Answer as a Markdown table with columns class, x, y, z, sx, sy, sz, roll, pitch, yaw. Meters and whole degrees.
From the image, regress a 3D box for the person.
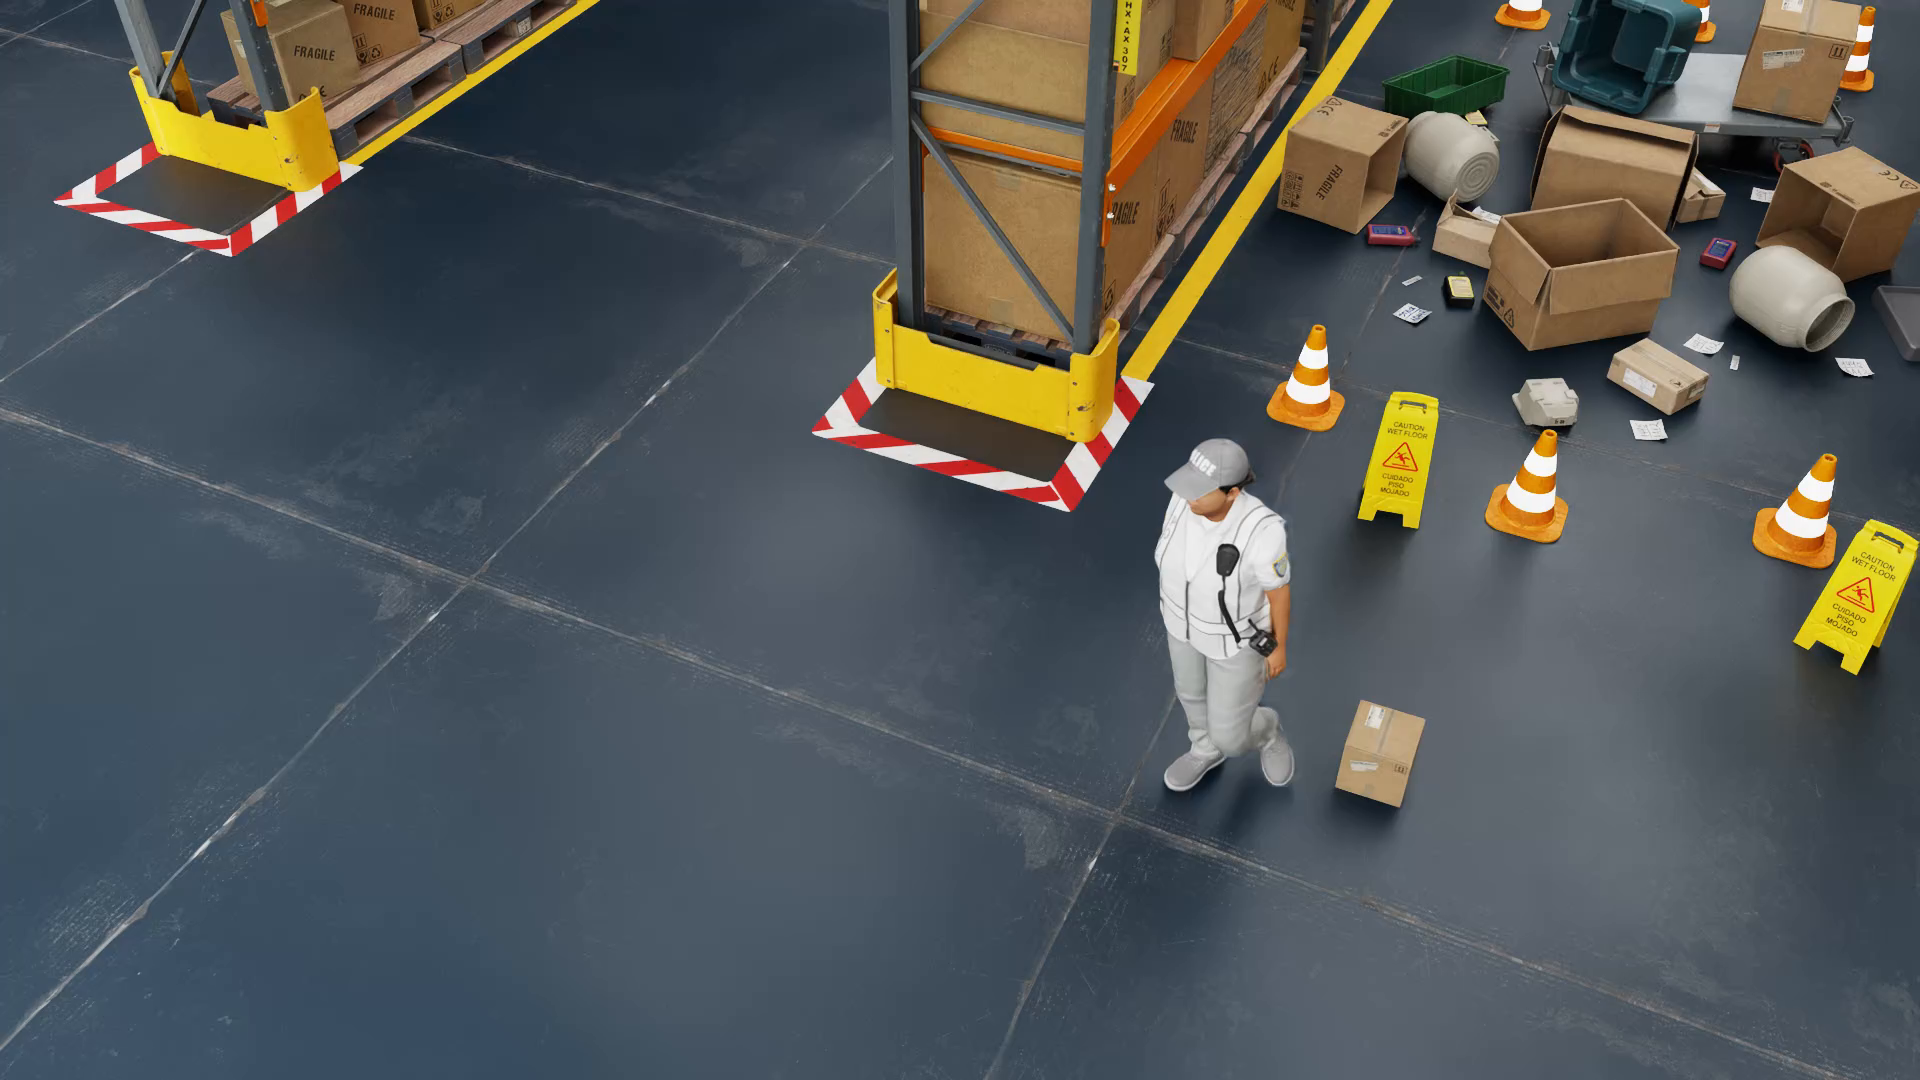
| class | x | y | z | sx | sy | sz | roll | pitch | yaw |
| --- | --- | --- | --- | --- | --- | --- | --- | --- | --- |
| person | 0.939 | 0.294 | 5.827 | 0.555 | 1.654 | 0.570 | -33 | 52 | -31 |
